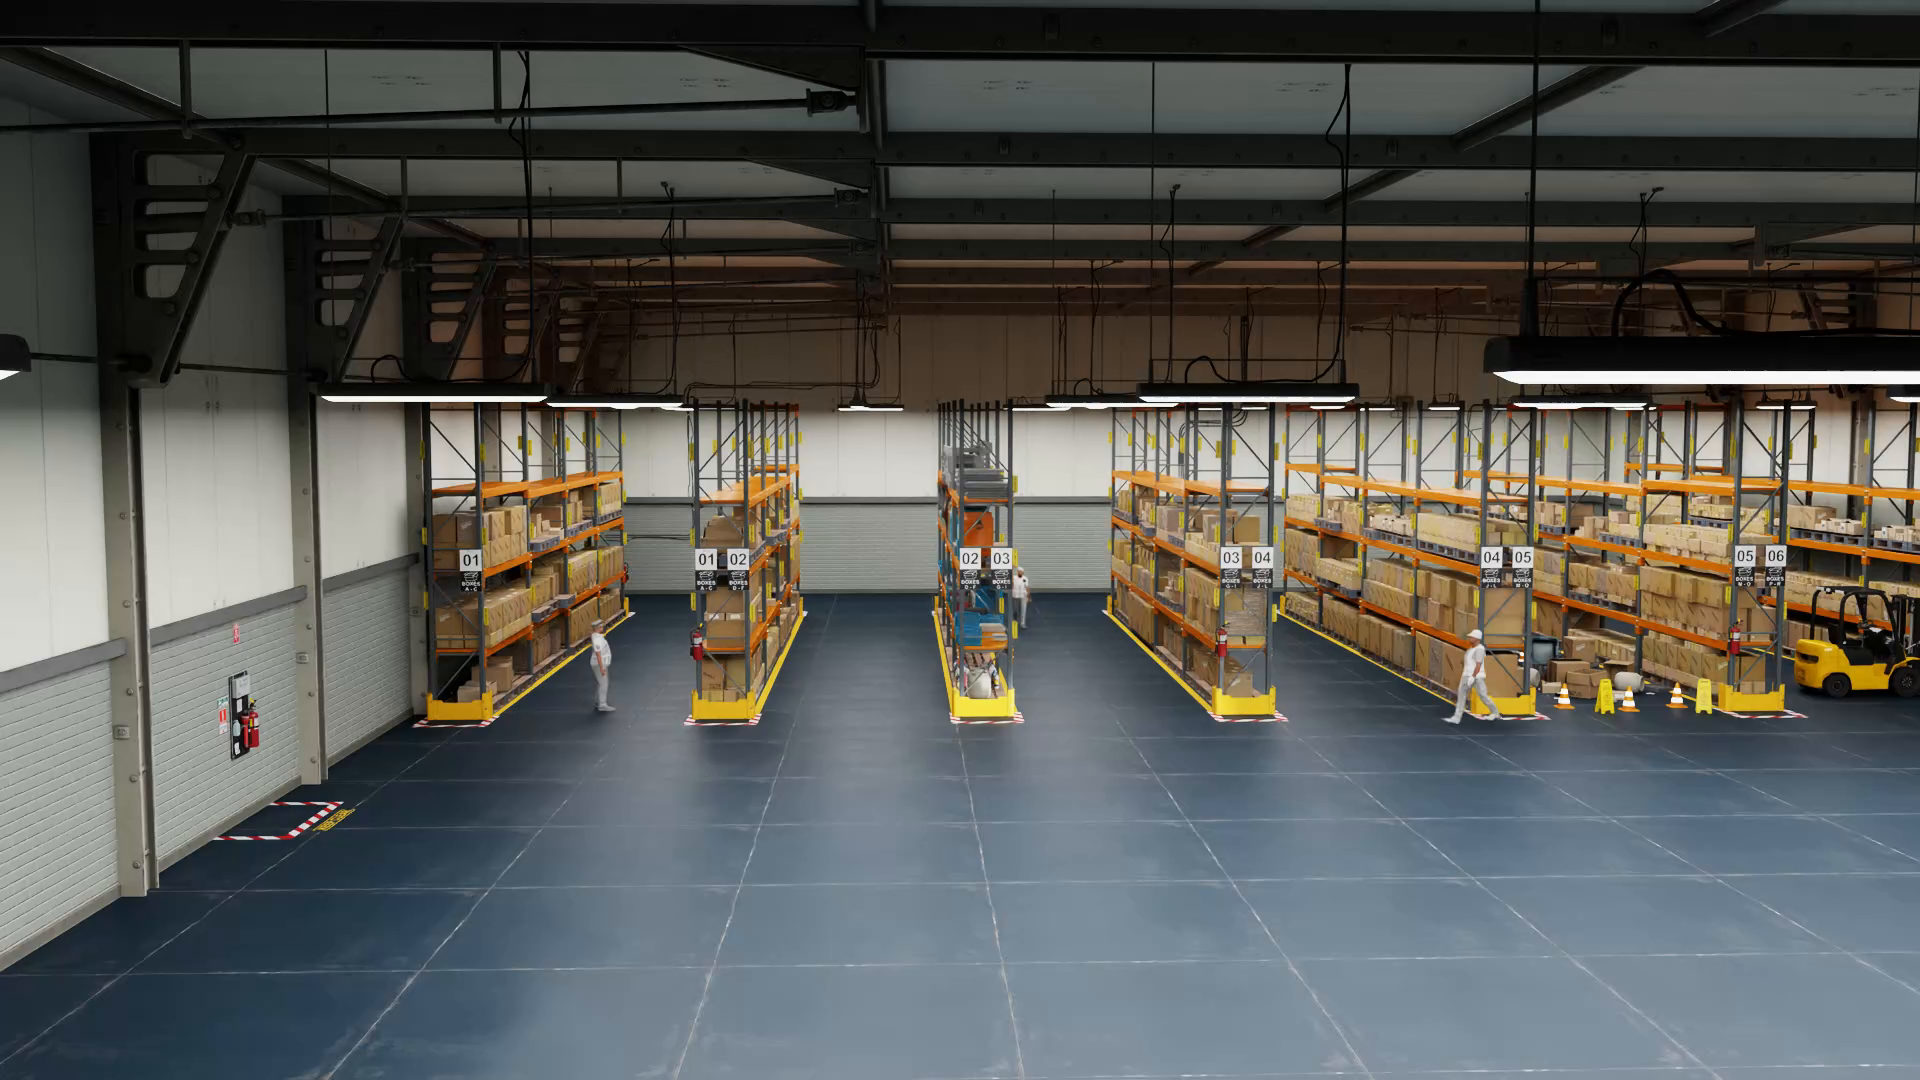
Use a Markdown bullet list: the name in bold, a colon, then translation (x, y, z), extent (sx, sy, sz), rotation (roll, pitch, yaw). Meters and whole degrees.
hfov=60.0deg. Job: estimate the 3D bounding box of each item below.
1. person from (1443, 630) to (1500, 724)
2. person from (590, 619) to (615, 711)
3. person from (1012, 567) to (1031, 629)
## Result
- **person**: translation (9.477, 2.526, 30.641), extent (1.054, 1.752, 0.508), rotation (-2, 5, -27)
- **person**: translation (-6.908, 2.441, 32.152), extent (0.484, 1.814, 0.602), rotation (0, 4, -3)
- **person**: translation (1.616, 1.534, 44.538), extent (0.586, 1.627, 0.927), rotation (0, 4, 1)
